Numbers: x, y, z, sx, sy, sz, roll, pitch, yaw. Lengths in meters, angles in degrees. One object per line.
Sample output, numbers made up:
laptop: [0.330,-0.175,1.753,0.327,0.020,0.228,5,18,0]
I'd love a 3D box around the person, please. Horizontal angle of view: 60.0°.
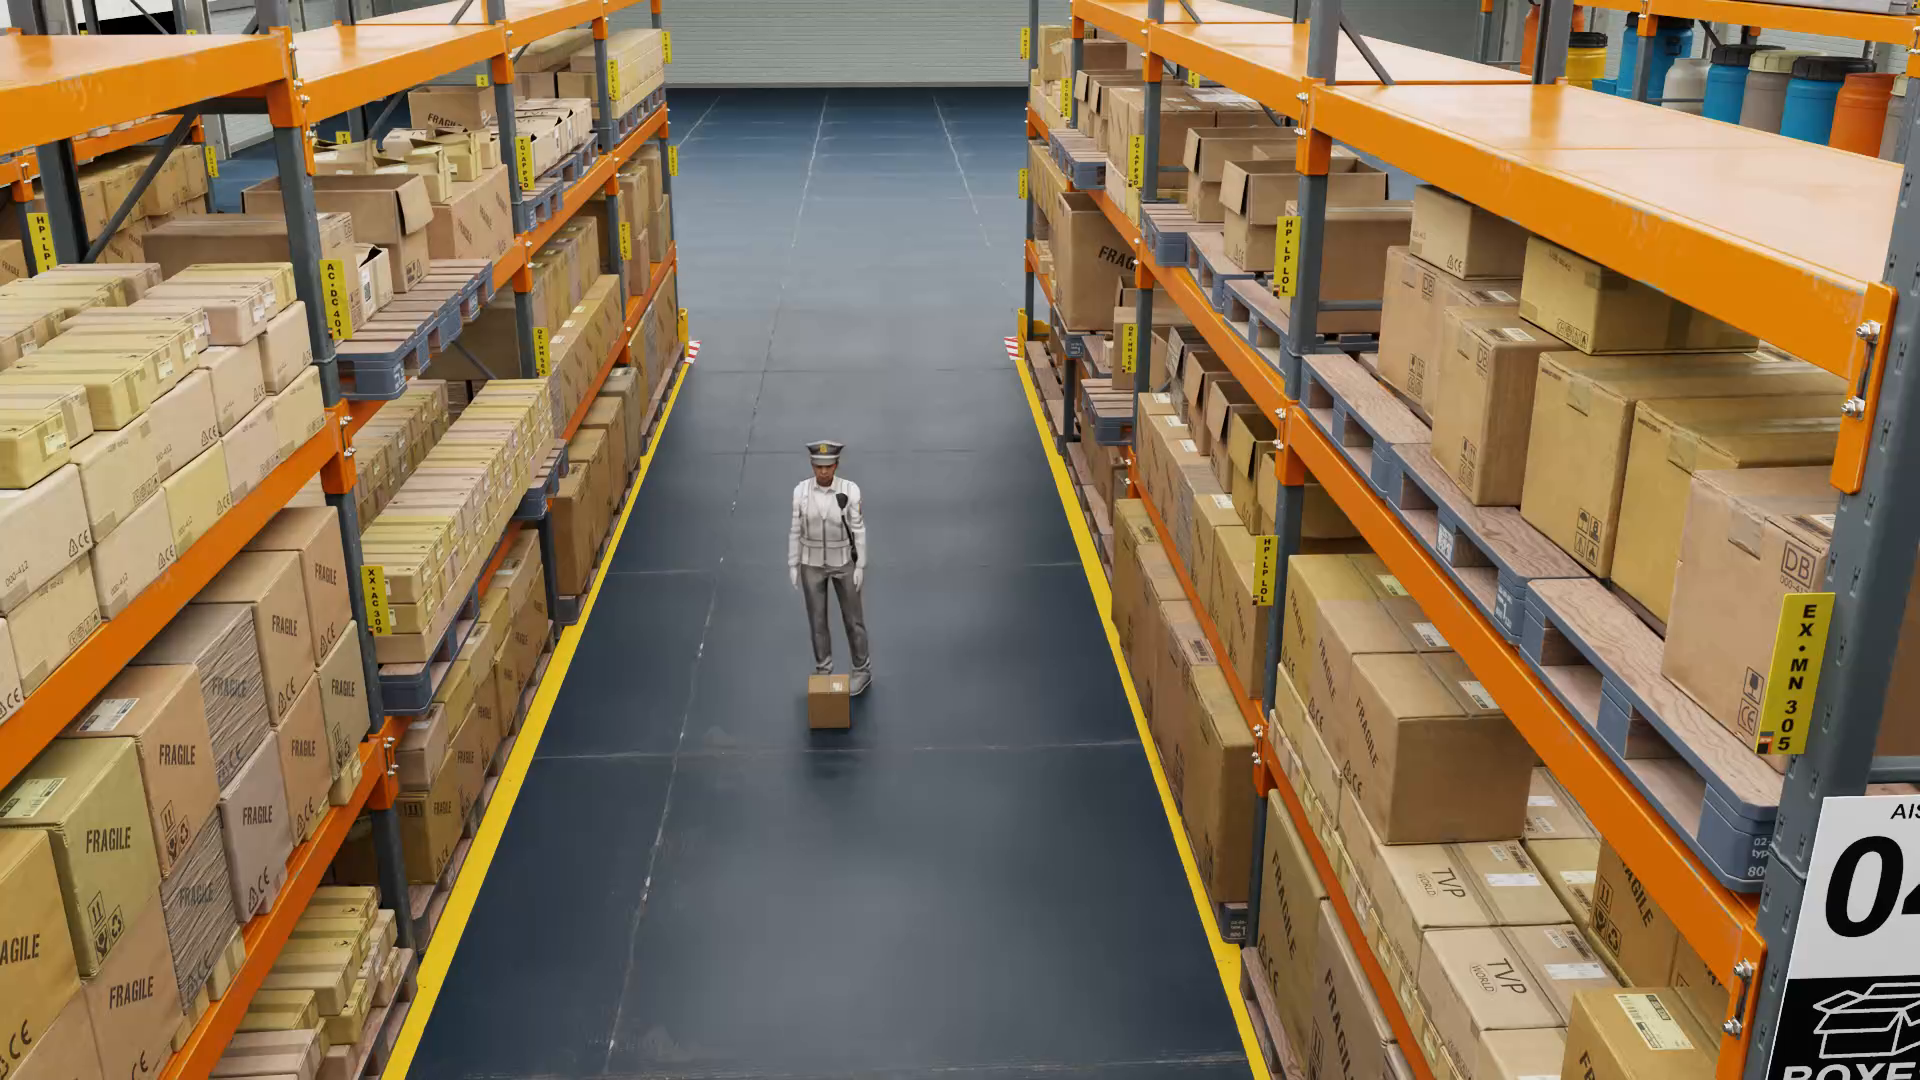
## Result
person: [-0.842,0.174,10.576,0.523,1.688,0.339,0,21,0]
